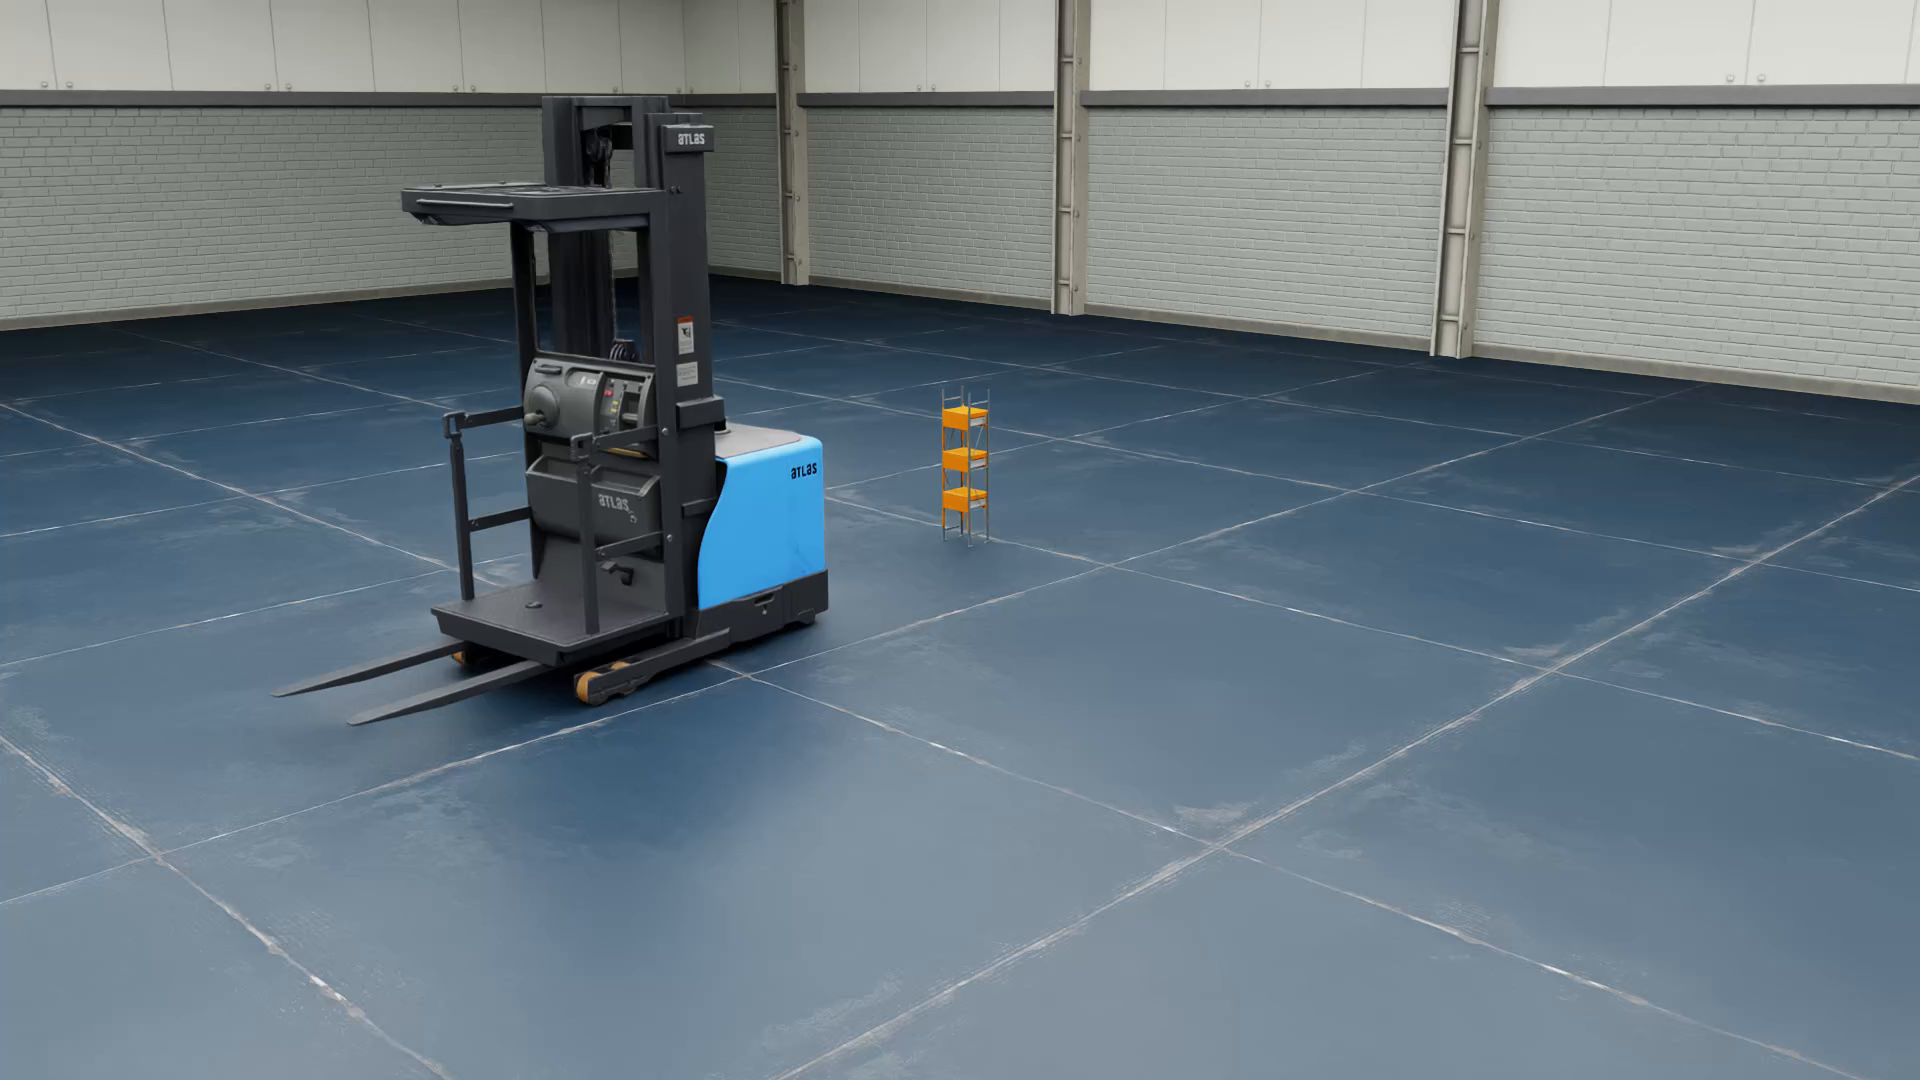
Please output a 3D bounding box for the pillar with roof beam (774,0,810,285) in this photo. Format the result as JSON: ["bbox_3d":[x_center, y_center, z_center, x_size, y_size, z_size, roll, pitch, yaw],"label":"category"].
[{"bbox_3d":[-5.752,-7.880,23.829,0.400,9.000,9.100,14,20,42],"label":"pillar with roof beam"}]

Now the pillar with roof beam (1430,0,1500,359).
[{"bbox_3d":[2.887,-5.780,15.769,0.400,9.000,9.100,14,20,42],"label":"pillar with roof beam"}]

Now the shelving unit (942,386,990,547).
[{"bbox_3d":[0.039,-0.499,11.264,0.252,1.050,0.215,14,20,42],"label":"shelving unit"}]

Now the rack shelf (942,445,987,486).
[{"bbox_3d":[0.039,-0.488,11.266,0.240,0.259,0.215,14,20,42],"label":"rack shelf"}]

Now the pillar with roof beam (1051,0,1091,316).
[{"bbox_3d":[-1.432,-6.830,19.799,0.400,9.000,9.100,14,20,42],"label":"pillar with roof beam"}]

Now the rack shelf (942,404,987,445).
[{"bbox_3d":[0.039,-0.763,11.195,0.240,0.259,0.215,14,20,42],"label":"rack shelf"}]

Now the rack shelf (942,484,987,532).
[{"bbox_3d":[0.039,-0.219,11.337,0.240,0.259,0.215,14,20,42],"label":"rack shelf"}]

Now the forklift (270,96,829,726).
[{"bbox_3d":[-2.051,-0.735,8.442,1.130,2.935,3.031,11,18,36],"label":"forklift"}]

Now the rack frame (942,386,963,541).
[{"bbox_3d":[-0.049,-0.520,11.346,0.008,1.050,0.200,14,20,42],"label":"rack frame"}]

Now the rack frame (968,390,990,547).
[{"bbox_3d":[0.126,-0.477,11.182,0.008,1.050,0.200,14,20,42],"label":"rack frame"}]
